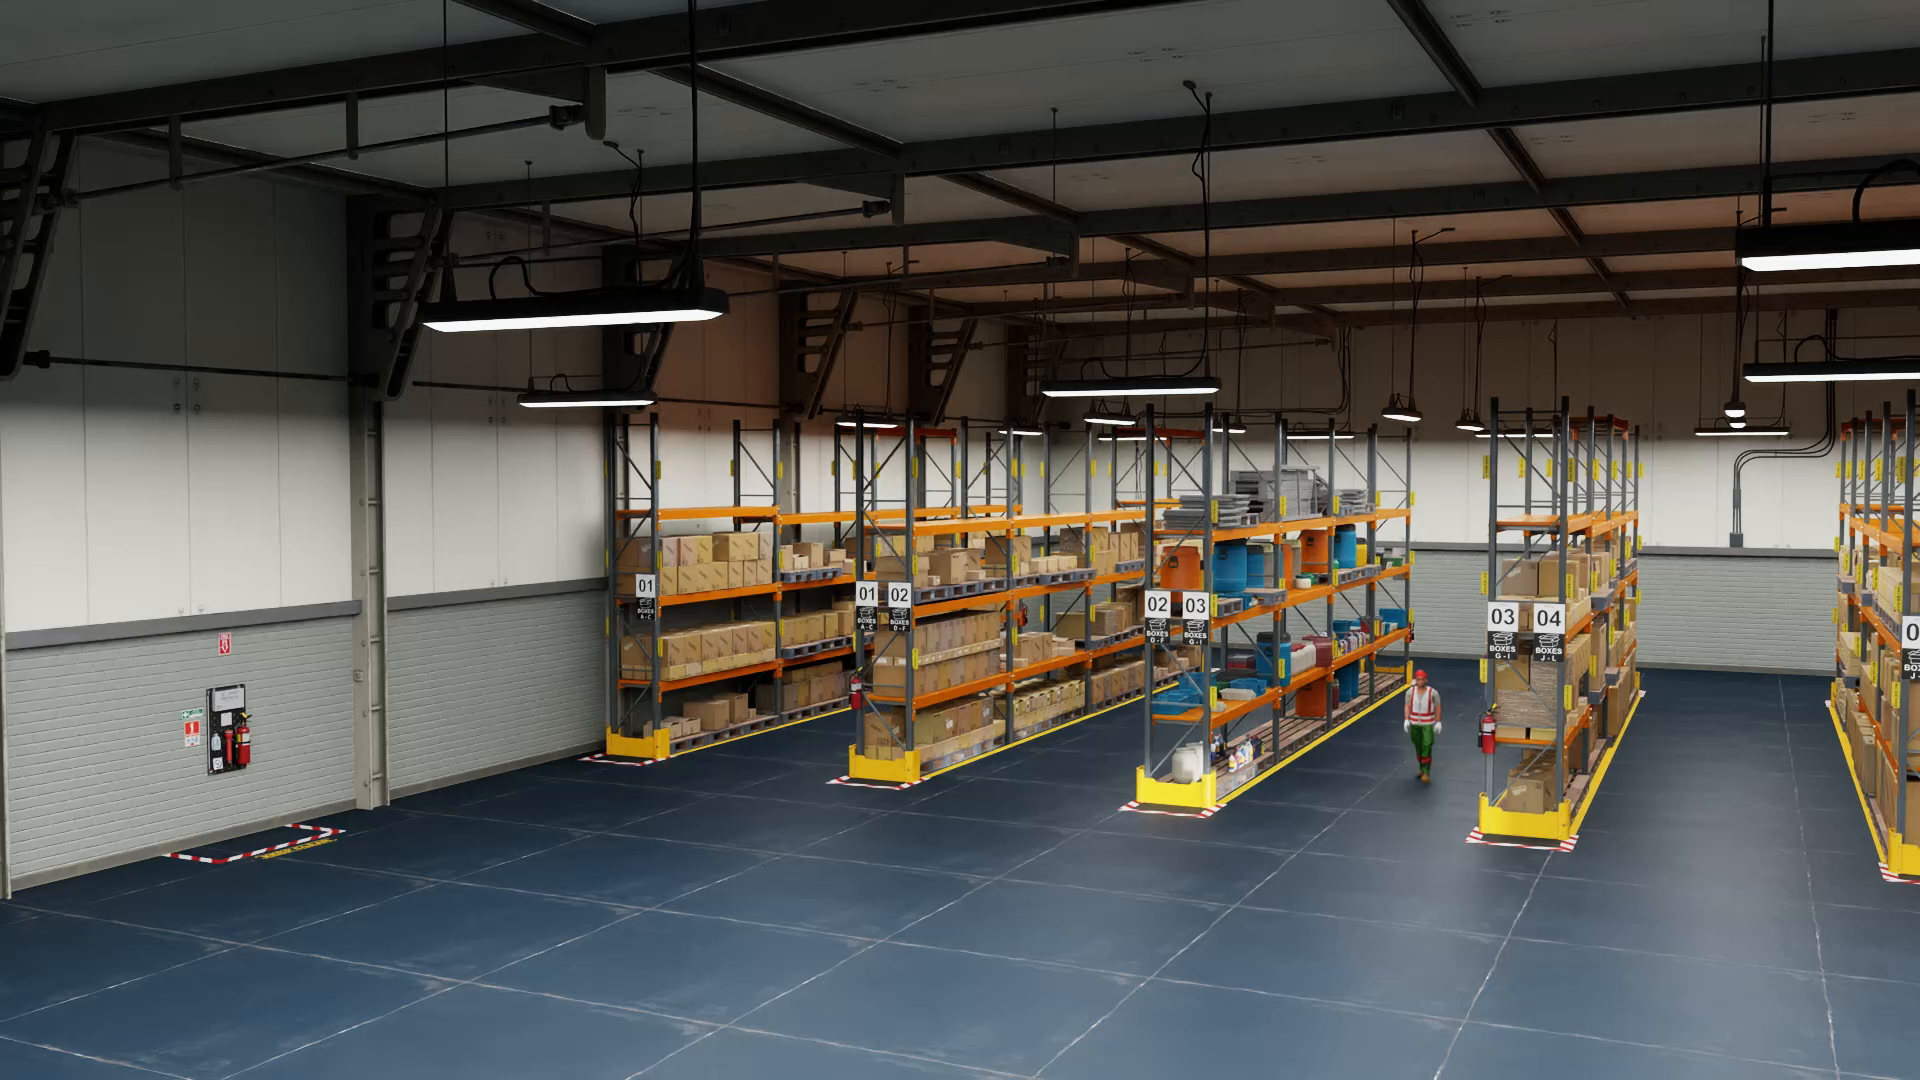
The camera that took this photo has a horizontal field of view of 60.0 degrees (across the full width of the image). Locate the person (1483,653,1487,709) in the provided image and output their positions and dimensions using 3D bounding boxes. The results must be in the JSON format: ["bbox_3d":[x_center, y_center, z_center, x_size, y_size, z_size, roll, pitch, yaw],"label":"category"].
[{"bbox_3d":[10.453,2.779,32.353,0.622,1.823,0.544,2,3,39],"label":"person"}]

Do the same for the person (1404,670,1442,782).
[{"bbox_3d":[7.428,2.969,26.794,0.560,1.742,0.936,1,3,32],"label":"person"}]

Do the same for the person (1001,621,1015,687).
[{"bbox_3d":[1.122,2.590,37.373,0.487,1.660,0.457,2,3,39],"label":"person"}]
